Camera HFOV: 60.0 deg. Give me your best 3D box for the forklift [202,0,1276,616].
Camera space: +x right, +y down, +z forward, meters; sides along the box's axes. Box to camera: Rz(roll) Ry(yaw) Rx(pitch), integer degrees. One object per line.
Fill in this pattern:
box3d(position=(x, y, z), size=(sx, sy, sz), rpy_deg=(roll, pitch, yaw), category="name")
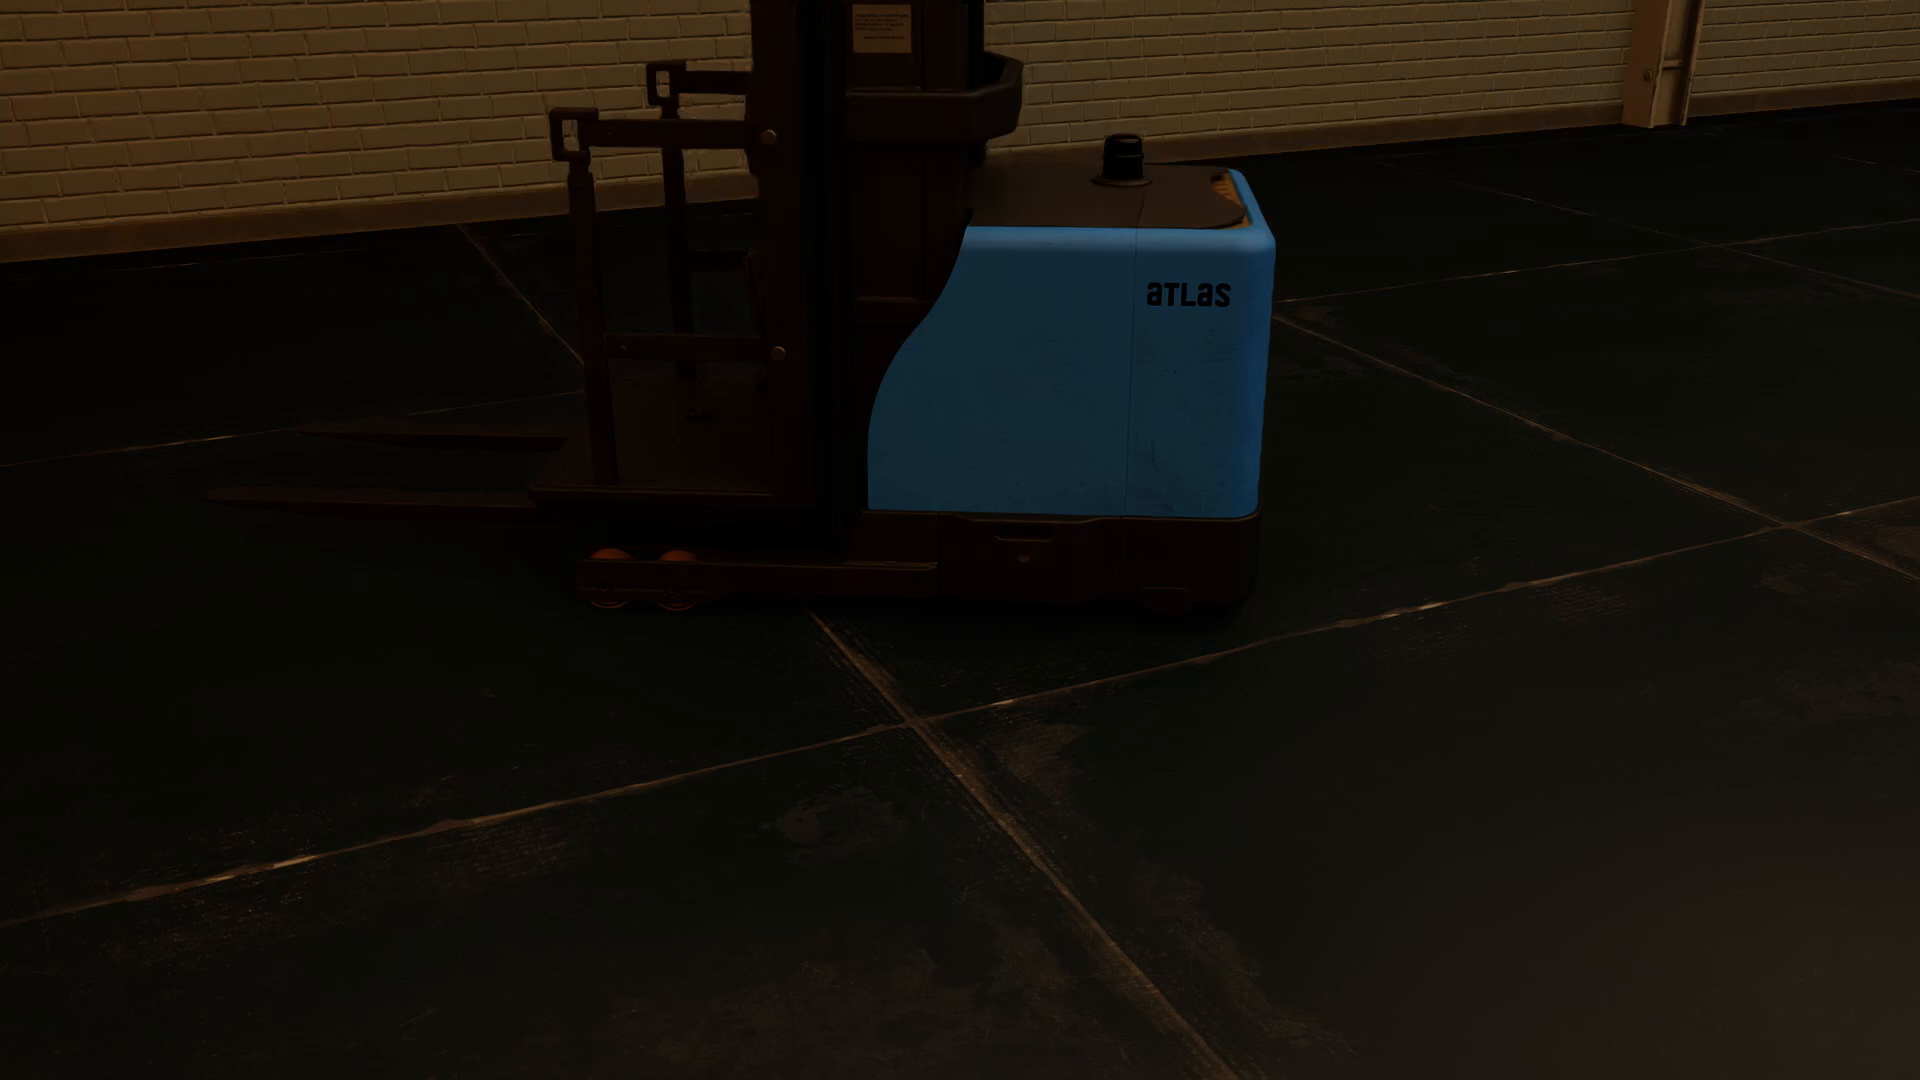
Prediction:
box3d(position=(-0.665, -1.356, 4.550), size=(3.031, 2.935, 1.130), rpy_deg=(2, 23, 4), category="forklift")
